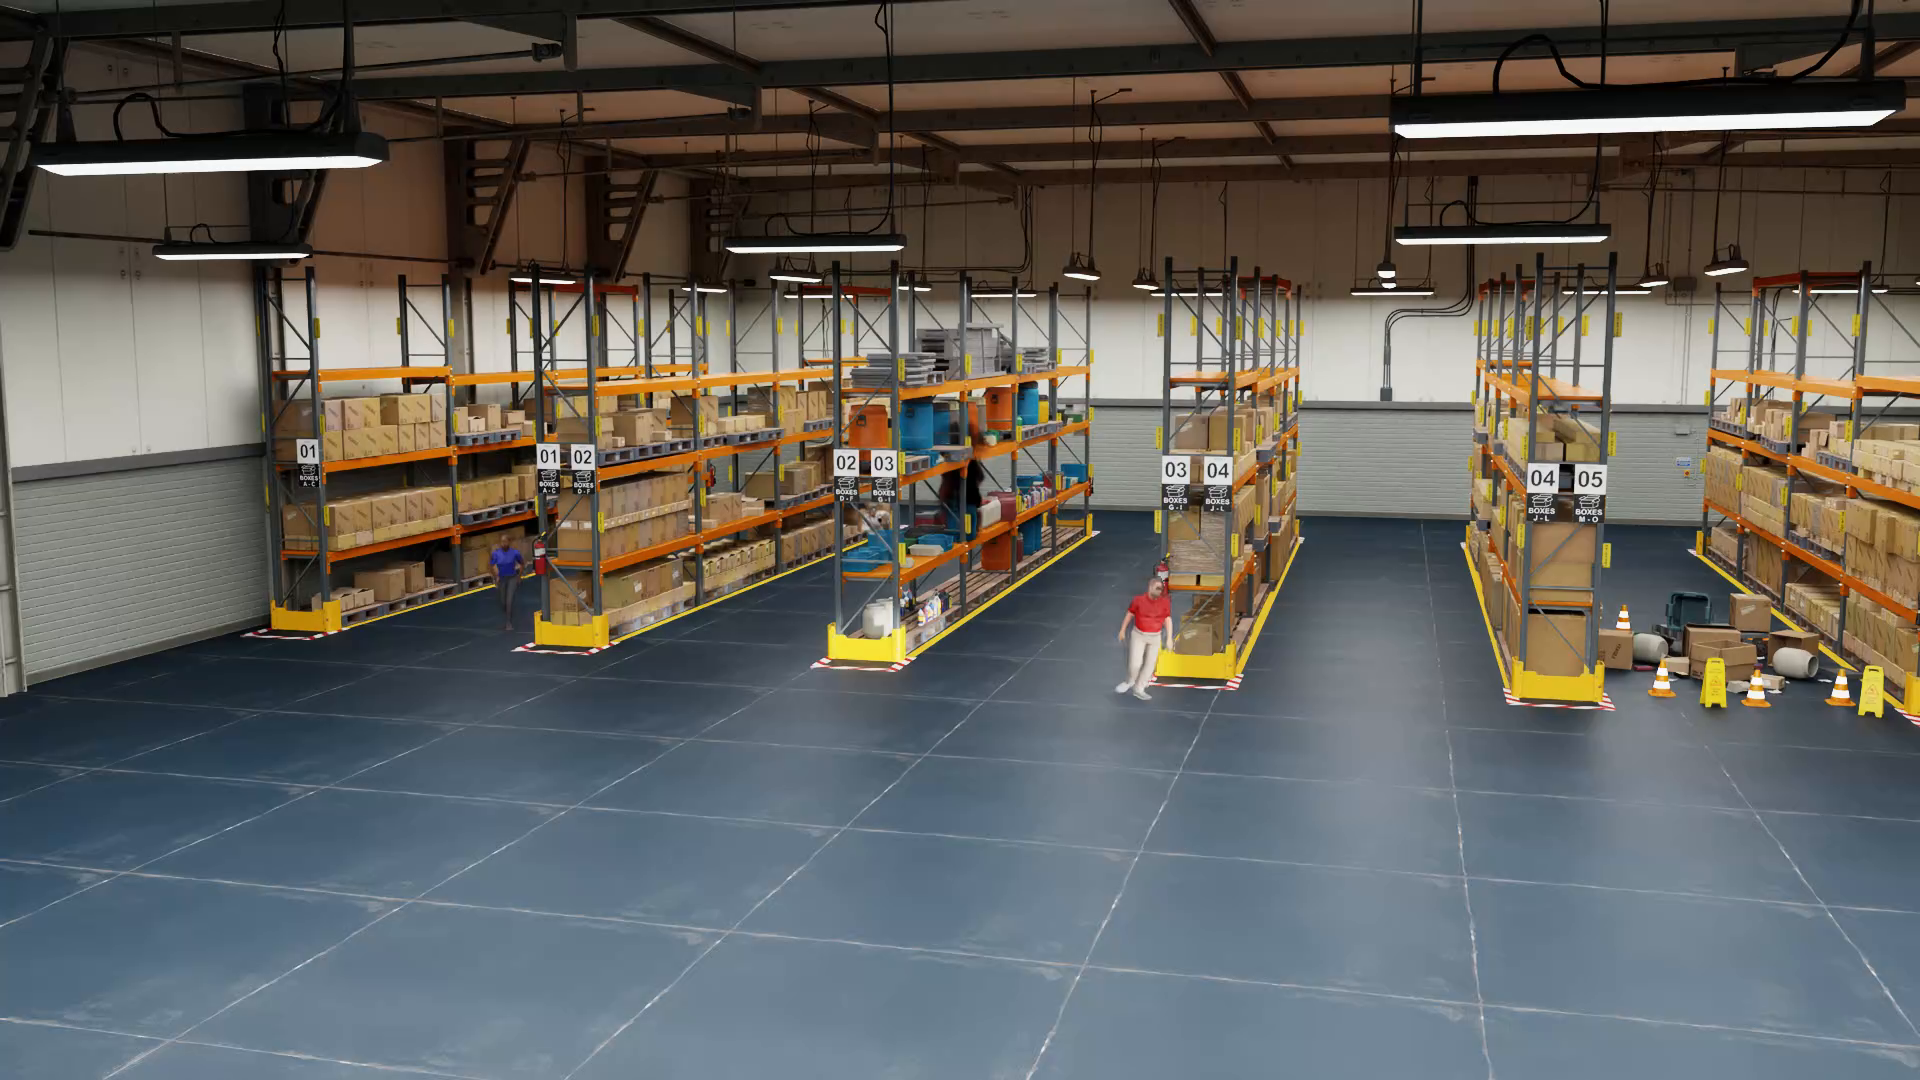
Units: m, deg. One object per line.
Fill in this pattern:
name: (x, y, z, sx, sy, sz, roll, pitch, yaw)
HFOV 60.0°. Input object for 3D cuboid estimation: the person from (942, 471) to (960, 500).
person: (-0.200, -0.845, 39.694, 0.536, 1.594, 0.887, 1, 7, 11)

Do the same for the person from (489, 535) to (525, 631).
person: (-7.578, 0.686, 27.896, 0.577, 1.606, 0.691, -1, 7, -6)

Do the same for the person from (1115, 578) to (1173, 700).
person: (2.490, 1.330, 22.486, 0.709, 1.691, 0.570, -2, 7, -12)

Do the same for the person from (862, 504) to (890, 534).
person: (-1.750, -0.090, 34.705, 0.607, 1.387, 0.936, 0, 7, -3)
